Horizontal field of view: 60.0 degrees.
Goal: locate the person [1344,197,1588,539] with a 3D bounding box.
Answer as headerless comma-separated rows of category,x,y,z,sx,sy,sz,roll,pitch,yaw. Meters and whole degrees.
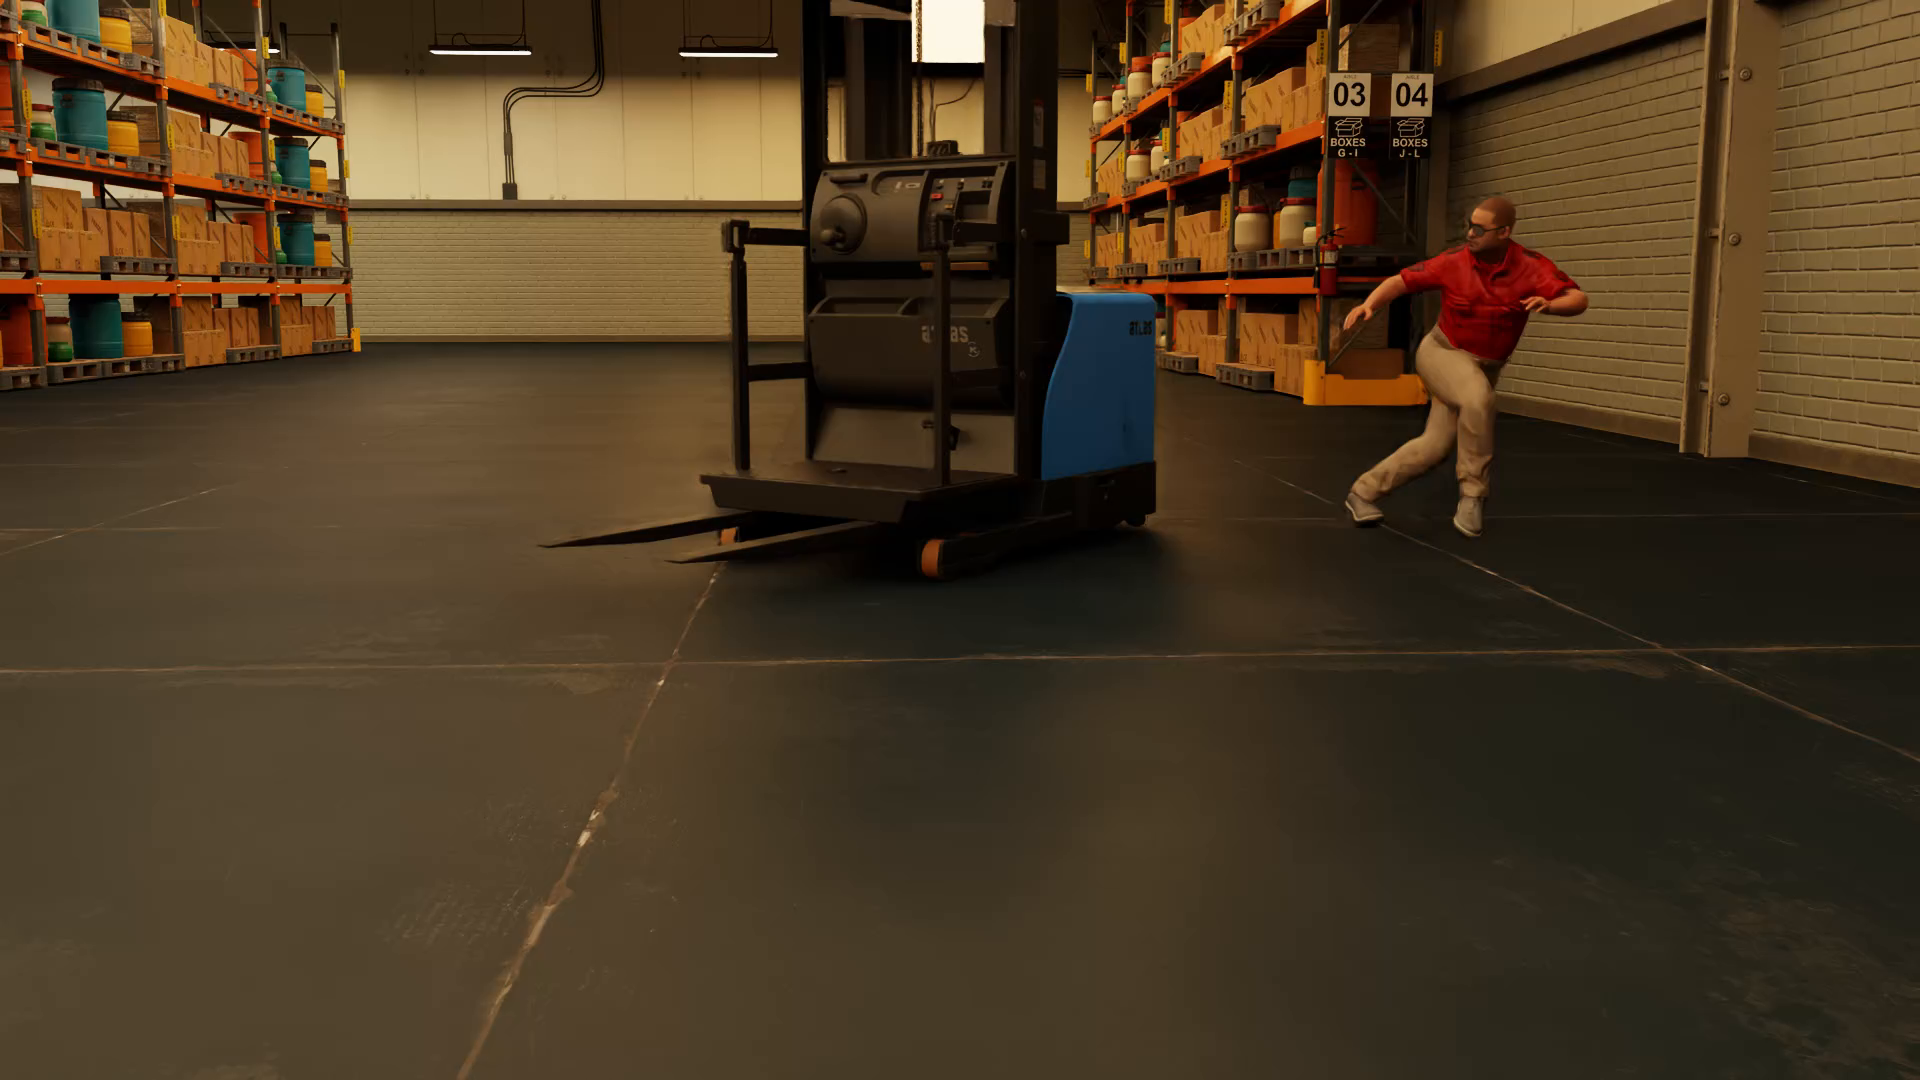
person,2.214,-0.773,7.432,0.997,1.486,0.956,-1,8,-5

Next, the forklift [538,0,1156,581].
forklift,-0.331,-1.372,6.570,1.130,2.935,3.031,6,10,33
